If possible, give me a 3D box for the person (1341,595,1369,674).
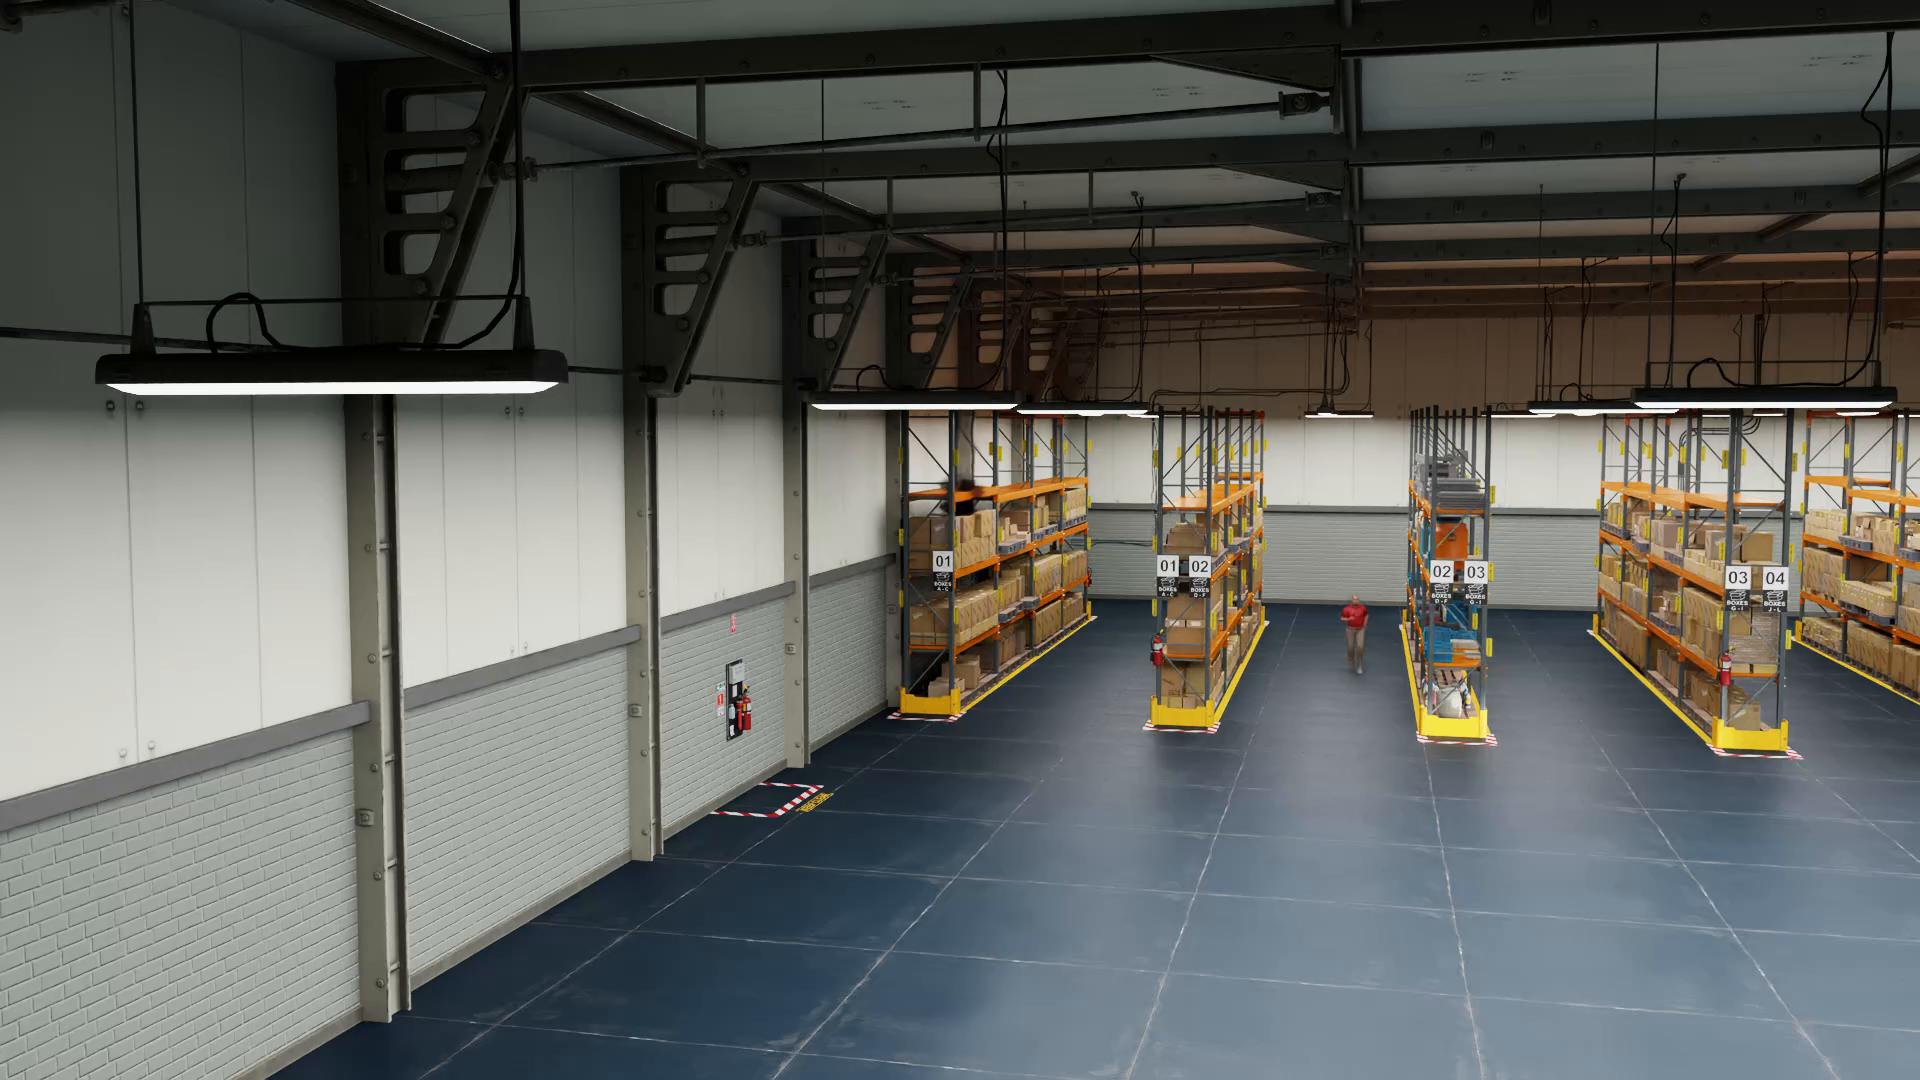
[{"bbox_3d":[9.005,2.141,37.925,0.642,1.787,0.762,1,4,8],"label":"person"}]

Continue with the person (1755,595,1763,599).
[{"bbox_3d":[20.632,1.781,43.127,0.708,1.743,0.708,3,5,35],"label":"person"}]
